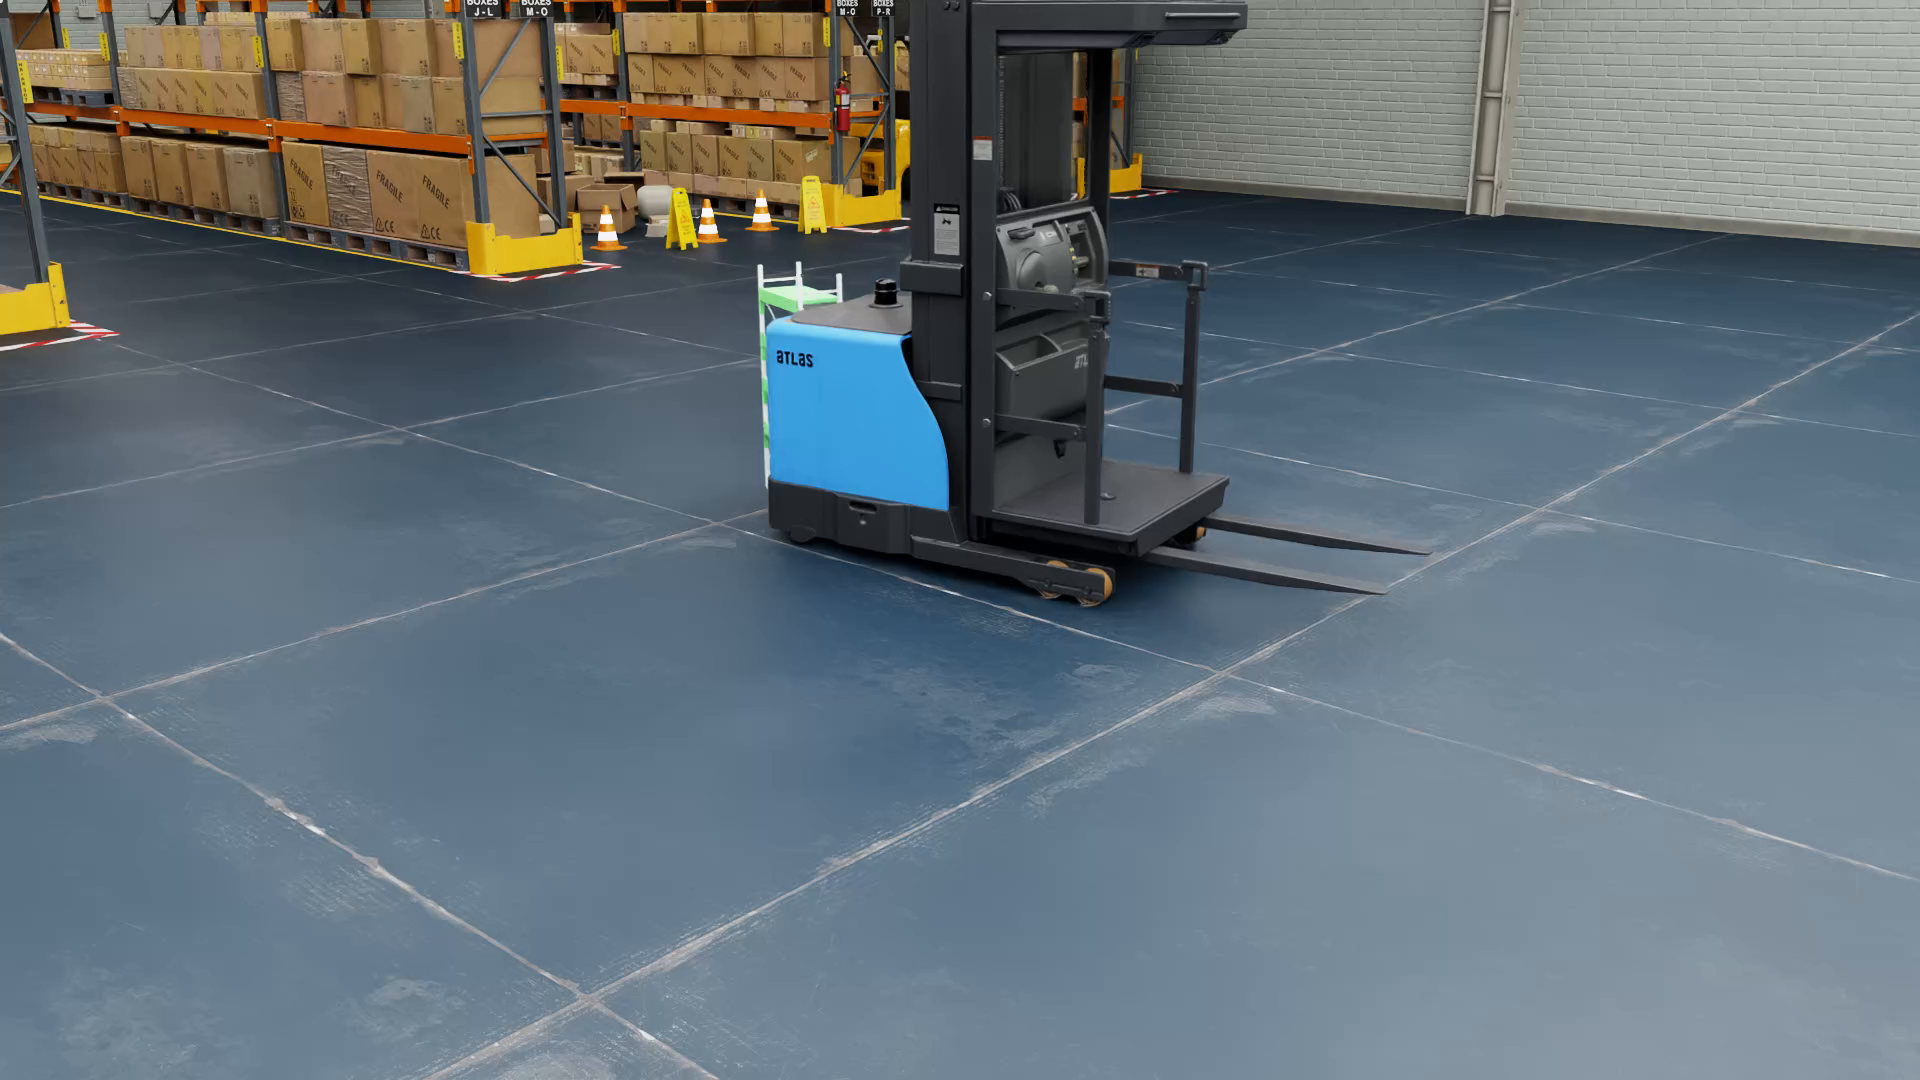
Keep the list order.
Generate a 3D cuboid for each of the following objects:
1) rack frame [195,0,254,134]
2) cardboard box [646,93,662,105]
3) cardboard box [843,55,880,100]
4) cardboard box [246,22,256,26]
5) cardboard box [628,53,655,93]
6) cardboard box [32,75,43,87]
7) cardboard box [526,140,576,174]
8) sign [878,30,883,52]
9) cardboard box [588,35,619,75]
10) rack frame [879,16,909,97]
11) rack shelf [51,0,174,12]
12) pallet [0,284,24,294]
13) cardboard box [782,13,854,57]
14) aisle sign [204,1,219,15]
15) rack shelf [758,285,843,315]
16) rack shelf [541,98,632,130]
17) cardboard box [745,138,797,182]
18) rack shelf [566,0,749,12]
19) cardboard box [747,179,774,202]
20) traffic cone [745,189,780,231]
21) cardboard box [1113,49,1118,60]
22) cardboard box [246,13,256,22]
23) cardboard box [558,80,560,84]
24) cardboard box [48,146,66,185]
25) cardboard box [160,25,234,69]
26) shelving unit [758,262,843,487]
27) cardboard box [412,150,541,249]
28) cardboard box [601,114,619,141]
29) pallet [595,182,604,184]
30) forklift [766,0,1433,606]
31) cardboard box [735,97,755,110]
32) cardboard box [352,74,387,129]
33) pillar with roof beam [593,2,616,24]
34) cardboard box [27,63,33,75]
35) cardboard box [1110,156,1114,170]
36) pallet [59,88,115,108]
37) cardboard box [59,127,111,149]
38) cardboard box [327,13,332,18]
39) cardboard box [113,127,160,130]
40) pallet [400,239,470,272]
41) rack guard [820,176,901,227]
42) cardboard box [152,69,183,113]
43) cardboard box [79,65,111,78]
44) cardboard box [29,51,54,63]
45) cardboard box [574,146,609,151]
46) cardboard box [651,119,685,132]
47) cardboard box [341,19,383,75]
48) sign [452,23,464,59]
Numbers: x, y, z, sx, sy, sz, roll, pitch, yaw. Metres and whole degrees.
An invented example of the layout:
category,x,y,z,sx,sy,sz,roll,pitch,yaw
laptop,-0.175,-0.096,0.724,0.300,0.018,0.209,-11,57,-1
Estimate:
category,x,y,z,sx,sy,sz,roll,pitch,yaw
rack frame,-13.131,-8.531,30.035,0.127,3.000,1.000,15,23,39
cardboard box,-3.910,-5.828,21.931,0.250,0.149,0.380,16,24,41
cardboard box,-1.334,-5.666,20.350,0.500,0.500,0.500,15,23,38
cardboard box,-11.806,-8.591,28.405,0.500,0.500,0.500,15,23,39
cardboard box,-4.012,-6.160,21.906,0.500,0.500,0.500,15,23,39
cardboard box,-12.193,-6.173,22.325,0.250,0.149,0.380,14,22,37
cardboard box,-5.315,-4.883,21.419,0.500,0.500,0.500,15,23,39
sign,-1.217,-7.635,25.428,0.005,0.325,0.100,15,23,39
cardboard box,-4.653,-6.552,22.448,0.500,0.500,0.500,15,23,38
rack frame,-0.864,-7.246,25.984,0.127,3.000,1.000,15,23,39
rack shelf,-11.853,-7.273,22.302,4.000,0.370,1.077,15,23,39
pallet,-8.383,-1.934,13.857,1.213,0.211,1.003,15,23,39
cardboard box,-1.691,-6.038,19.869,0.500,0.500,0.700,14,23,38
aisle sign,-13.377,-9.719,29.481,0.004,0.787,0.394,15,23,39
rack shelf,-0.824,-1.209,8.561,0.258,0.148,0.480,-10,20,-28
rack shelf,-5.651,-6.181,23.817,4.000,0.370,1.077,15,23,39
cardboard box,-2.329,-4.772,20.800,0.500,0.500,0.500,16,24,41
rack shelf,-5.351,-9.537,29.435,4.000,0.370,1.077,15,23,39
cardboard box,-2.329,-4.416,20.918,0.500,0.250,0.500,15,23,39
traffic cone,-2.342,-3.904,19.649,0.334,0.463,0.336,15,23,39
cardboard box,2.047,-6.926,23.740,0.250,0.149,0.380,14,23,38
cardboard box,-11.917,-8.910,28.338,0.250,0.149,0.380,14,23,38
cardboard box,-5.477,-6.451,23.202,0.250,0.149,0.380,15,23,39
cardboard box,-12.175,-5.180,22.915,0.500,0.500,0.500,16,23,40
cardboard box,-9.264,-6.013,20.282,0.500,0.500,0.700,15,23,38
shelving unit,-0.824,-0.812,8.687,0.258,1.200,0.503,-10,20,-28
cardboard box,-4.925,-3.487,16.960,0.875,0.875,0.875,15,23,40
cardboard box,-6.230,-7.608,30.564,0.500,0.500,0.500,15,23,39
pallet,-4.739,-4.949,23.357,1.213,0.211,1.003,15,23,39
forklift,0.595,-1.292,7.339,3.031,2.935,1.130,10,20,30
cardboard box,-2.589,-5.467,20.794,0.250,0.149,0.380,15,23,39
cardboard box,-5.867,-4.658,17.582,0.500,0.550,0.875,15,23,39
pillar with roof beam,-9.627,-11.081,28.152,0.400,9.000,9.100,15,23,39
cardboard box,-12.375,-6.365,22.438,0.250,0.149,0.380,15,23,38
cardboard box,1.891,-5.475,24.256,0.500,0.250,0.500,15,23,39
pallet,-10.961,-5.813,21.785,1.003,0.211,1.213,15,23,39
cardboard box,-11.798,-5.434,22.473,0.500,0.250,0.500,16,23,41
cardboard box,-10.405,-8.732,27.776,0.250,0.149,0.380,15,23,40
cardboard box,-11.092,-5.446,22.512,0.500,0.250,0.500,15,23,39
pallet,-5.024,-2.992,17.192,1.213,0.211,1.003,15,23,39
rack guard,-1.221,-4.143,20.339,0.348,0.500,1.175,15,23,39
cardboard box,-9.442,-5.479,20.251,0.500,0.500,0.500,15,23,39
cardboard box,-11.029,-6.003,21.299,0.250,0.149,0.380,16,23,40
cardboard box,-12.188,-6.456,22.234,0.250,0.149,0.380,16,24,41
cardboard box,-5.611,-5.457,23.998,0.625,0.372,0.950,16,24,41
cardboard box,-3.840,-5.460,21.897,0.250,0.149,0.380,15,23,40
cardboard box,-5.910,-5.158,17.372,0.500,0.550,0.875,15,23,39
sign,-4.744,-4.724,15.731,0.005,0.325,0.100,15,23,39
